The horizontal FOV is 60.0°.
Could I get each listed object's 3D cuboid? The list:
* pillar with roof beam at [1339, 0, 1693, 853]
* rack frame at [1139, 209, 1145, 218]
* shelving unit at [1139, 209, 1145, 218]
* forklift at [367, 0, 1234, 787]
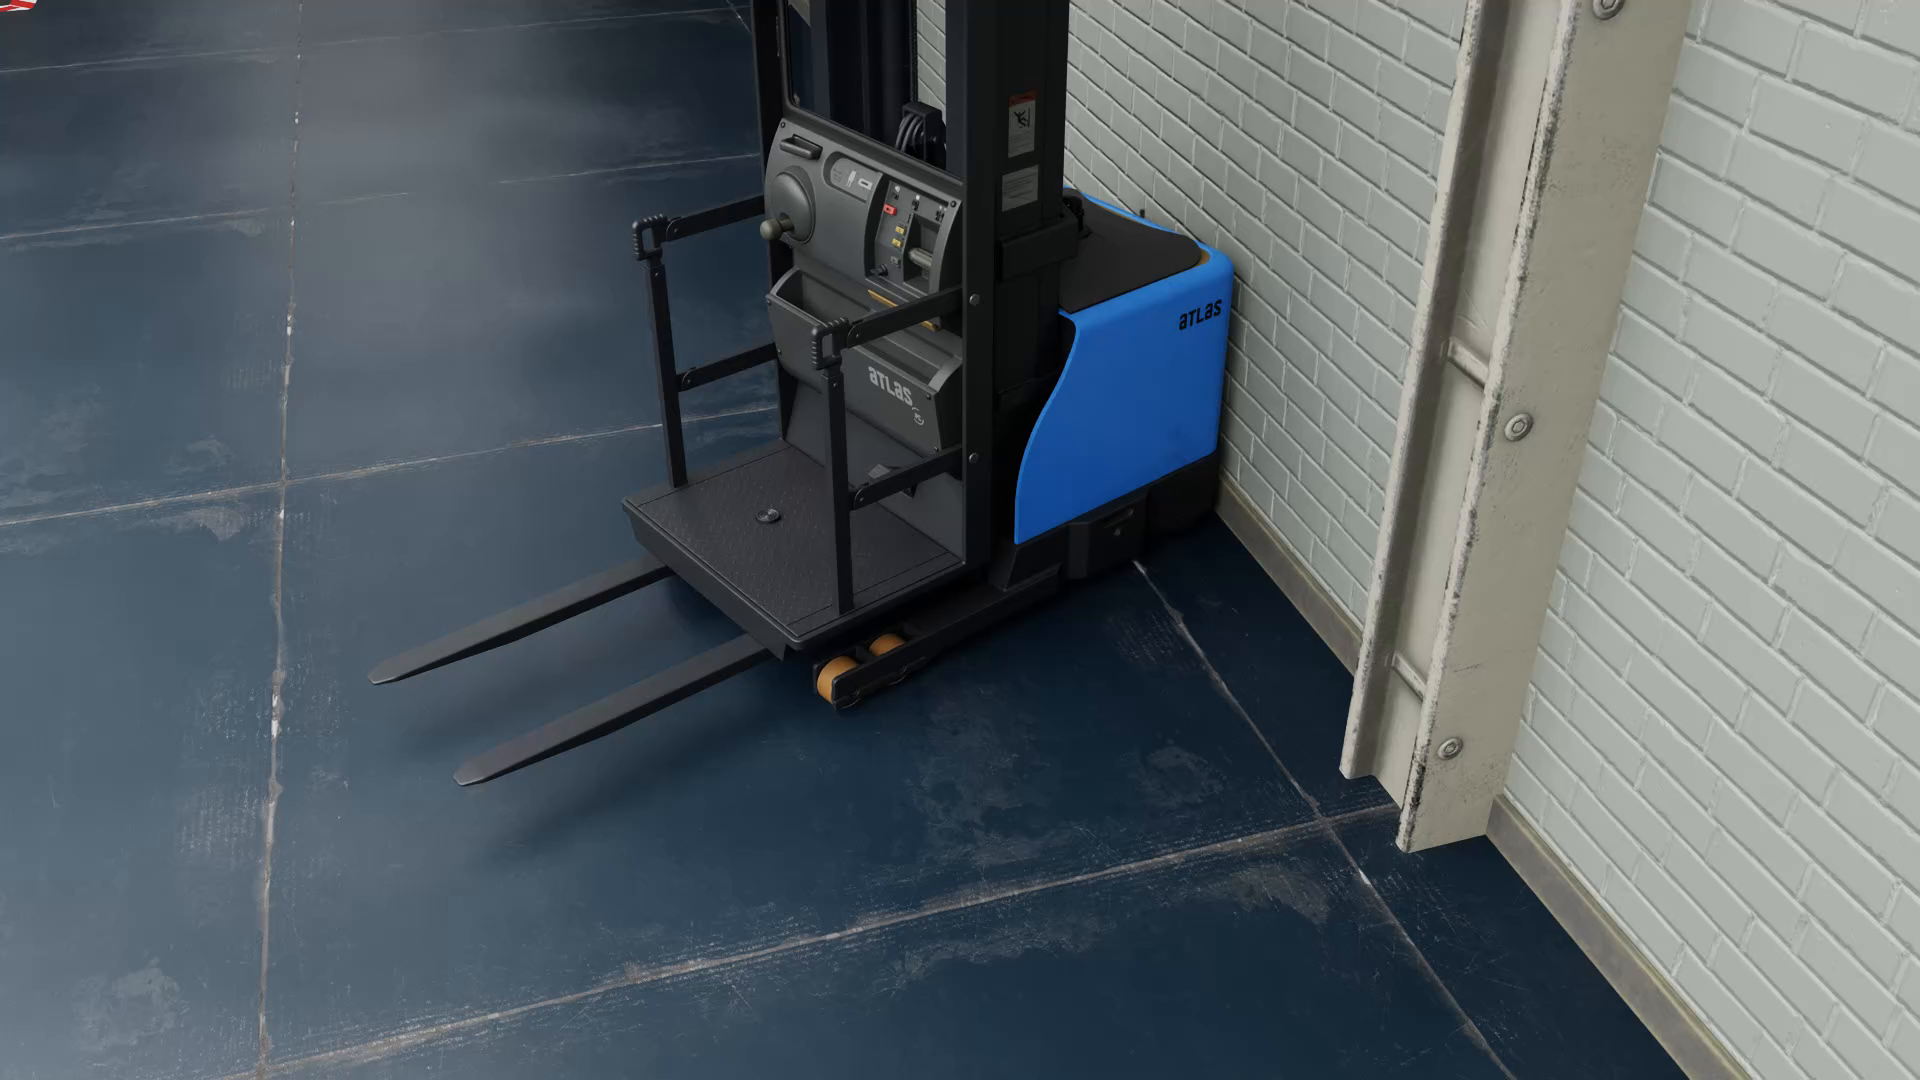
[{"bbox_3d":[-2.715,-2.243,1.482,9.100,9.000,0.400,-10,35,-15],"label":"pillar with roof beam"},{"bbox_3d":[0.599,-0.919,6.815,0.240,0.900,0.006,-8,34,-17],"label":"rack frame"},{"bbox_3d":[0.631,-0.866,6.735,0.258,0.900,0.210,-8,34,-17],"label":"shelving unit"},{"bbox_3d":[-0.481,-1.004,5.111,3.031,2.935,1.130,-25,41,-32],"label":"forklift"}]
